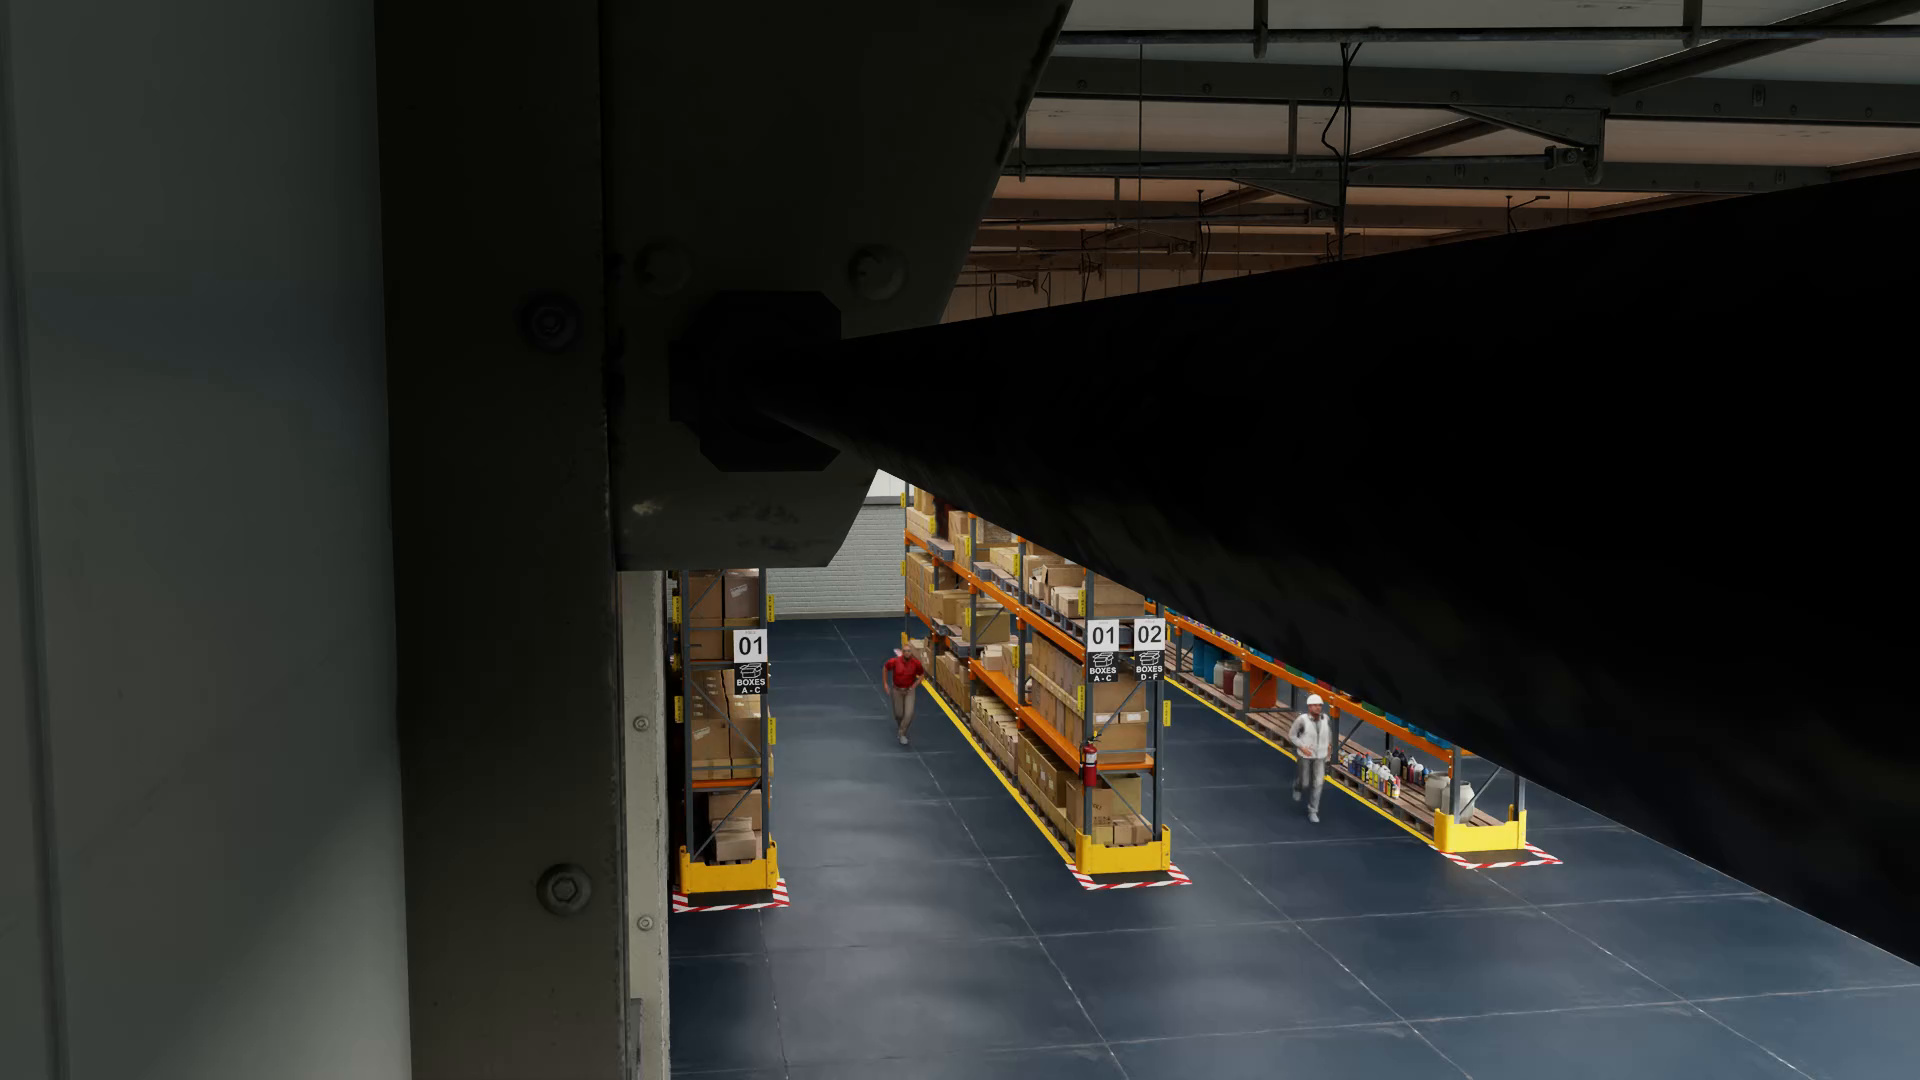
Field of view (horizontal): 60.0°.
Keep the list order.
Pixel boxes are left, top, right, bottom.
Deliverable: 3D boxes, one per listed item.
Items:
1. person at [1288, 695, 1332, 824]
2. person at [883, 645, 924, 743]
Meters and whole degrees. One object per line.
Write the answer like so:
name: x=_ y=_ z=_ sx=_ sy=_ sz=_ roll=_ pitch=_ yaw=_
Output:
person: x=4.952 y=3.037 z=23.473 sx=0.681 sy=1.766 sz=0.907 roll=-1 pitch=6 yaw=-10
person: x=-0.955 y=2.596 z=28.202 sx=0.702 sy=1.685 sz=0.704 roll=-1 pitch=6 yaw=-7
